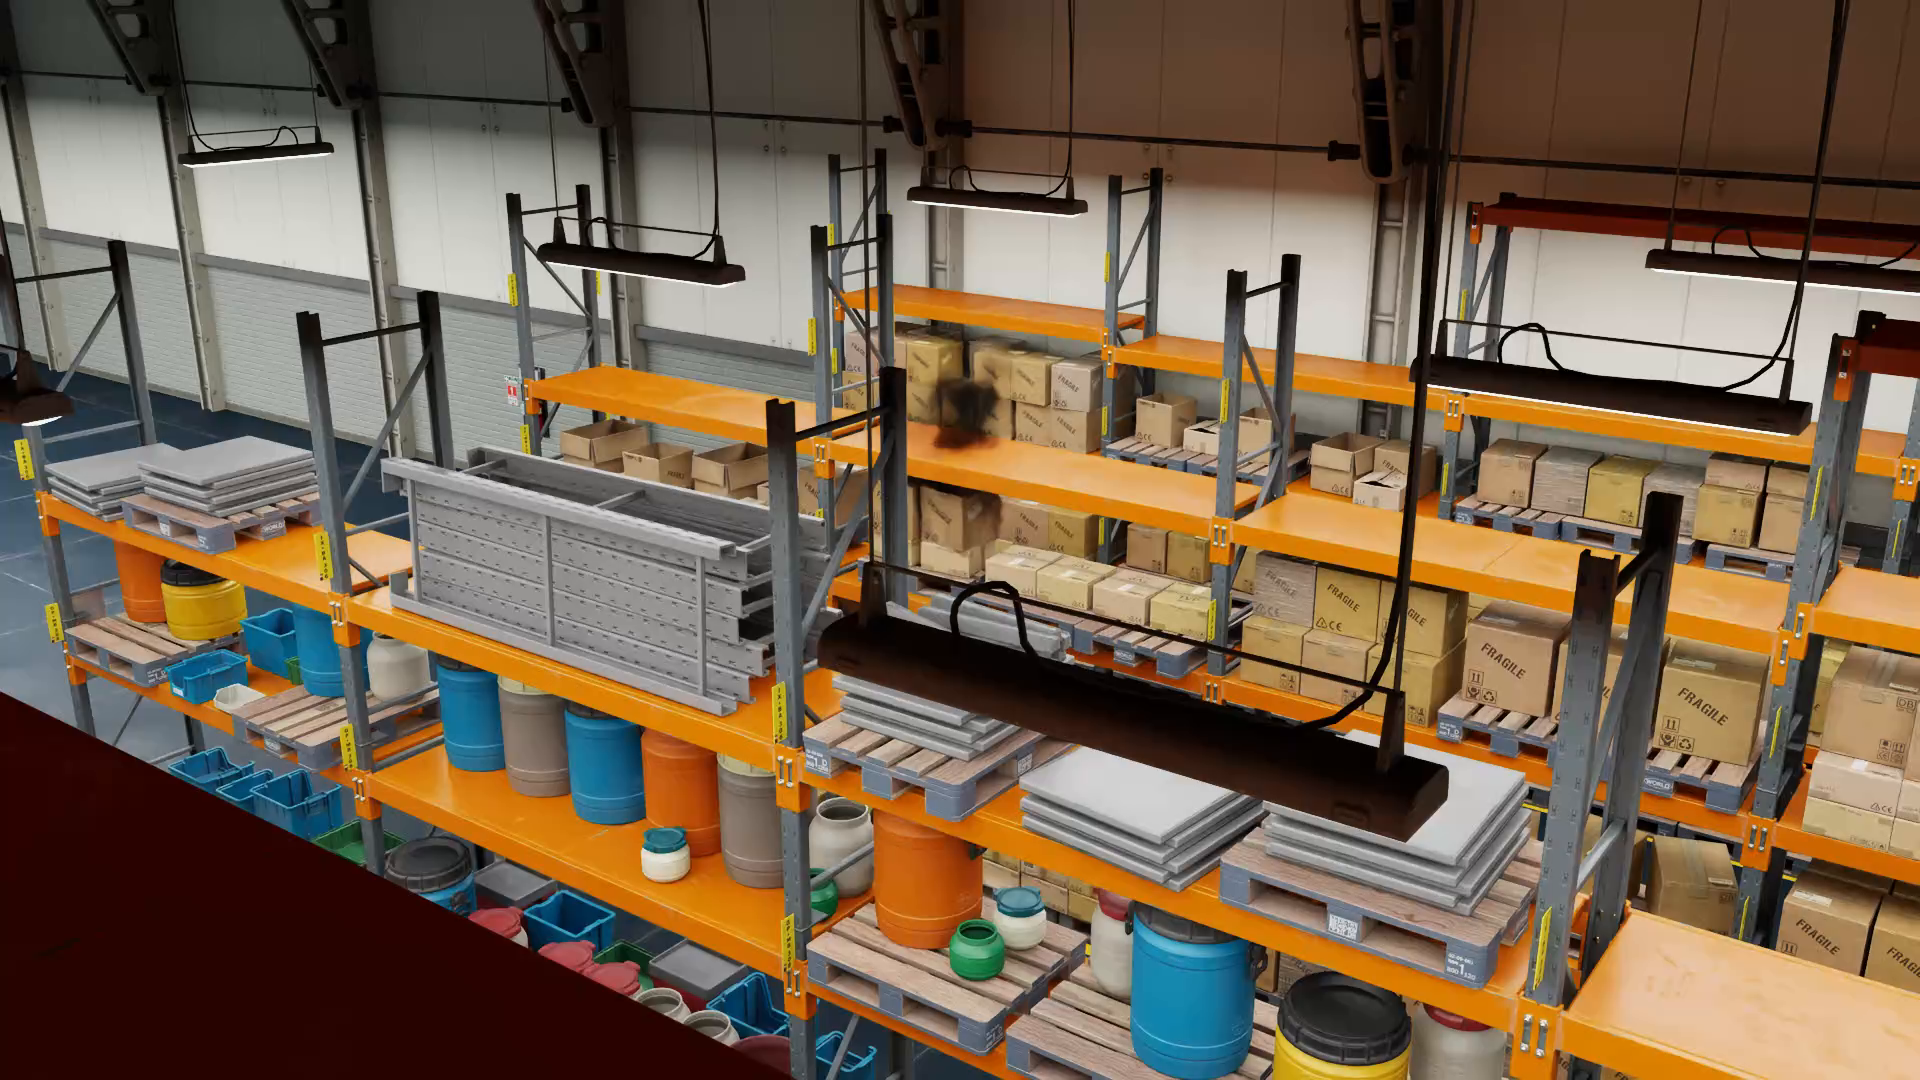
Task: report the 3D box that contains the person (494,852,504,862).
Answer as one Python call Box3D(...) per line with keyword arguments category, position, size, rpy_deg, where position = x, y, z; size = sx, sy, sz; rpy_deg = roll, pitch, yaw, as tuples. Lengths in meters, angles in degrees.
Box3D(category="person", position=(-3.946, 2.624, 14.720), size=(0.673, 1.711, 0.612), rpy_deg=(12, 22, 32))
